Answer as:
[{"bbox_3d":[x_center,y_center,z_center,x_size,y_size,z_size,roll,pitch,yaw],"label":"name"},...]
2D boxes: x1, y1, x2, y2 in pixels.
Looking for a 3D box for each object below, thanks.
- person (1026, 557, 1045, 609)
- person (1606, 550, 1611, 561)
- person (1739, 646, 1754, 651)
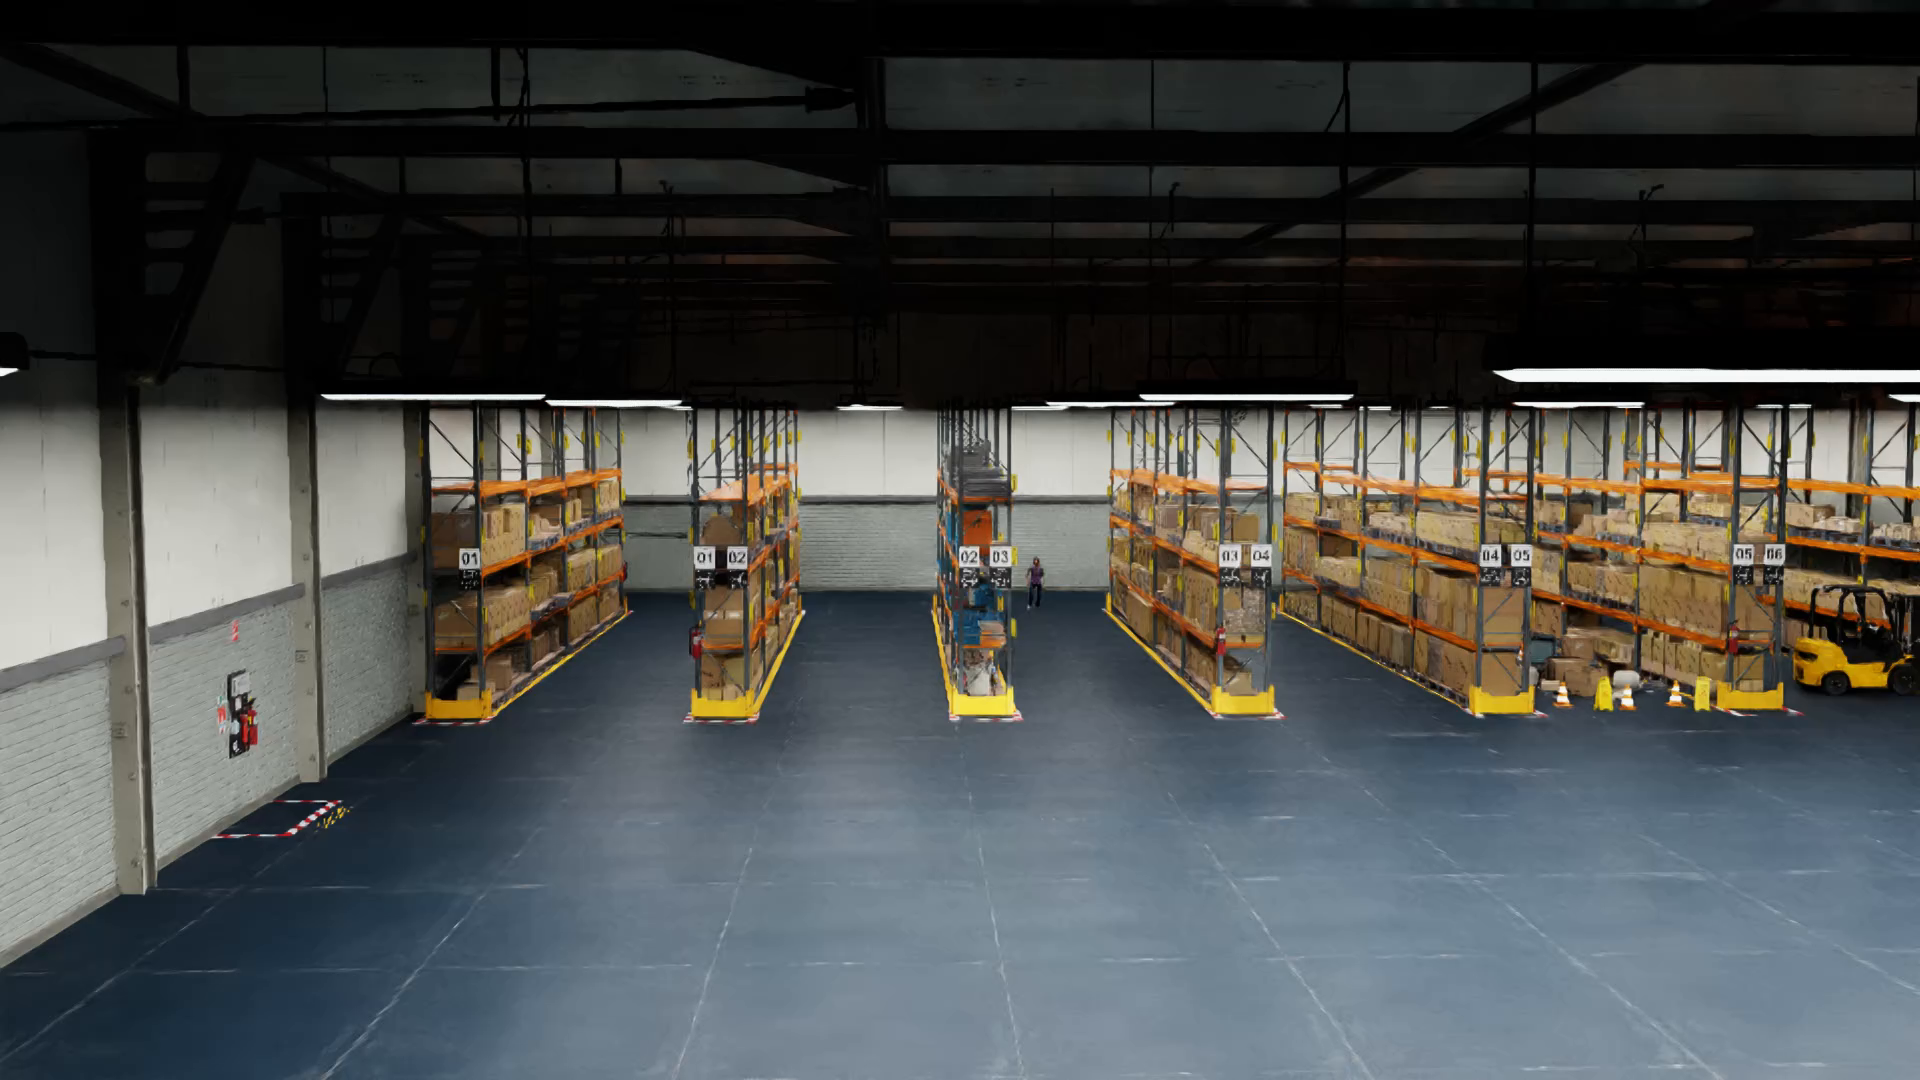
[{"bbox_3d":[2.179,1.245,48.121,0.566,1.541,0.519,0,4,-5],"label":"person"},{"bbox_3d":[19.482,1.072,50.069,0.483,1.587,0.513,-2,5,-27],"label":"person"},{"bbox_3d":[16.743,2.151,35.514,0.470,1.652,0.523,2,5,29],"label":"person"}]
